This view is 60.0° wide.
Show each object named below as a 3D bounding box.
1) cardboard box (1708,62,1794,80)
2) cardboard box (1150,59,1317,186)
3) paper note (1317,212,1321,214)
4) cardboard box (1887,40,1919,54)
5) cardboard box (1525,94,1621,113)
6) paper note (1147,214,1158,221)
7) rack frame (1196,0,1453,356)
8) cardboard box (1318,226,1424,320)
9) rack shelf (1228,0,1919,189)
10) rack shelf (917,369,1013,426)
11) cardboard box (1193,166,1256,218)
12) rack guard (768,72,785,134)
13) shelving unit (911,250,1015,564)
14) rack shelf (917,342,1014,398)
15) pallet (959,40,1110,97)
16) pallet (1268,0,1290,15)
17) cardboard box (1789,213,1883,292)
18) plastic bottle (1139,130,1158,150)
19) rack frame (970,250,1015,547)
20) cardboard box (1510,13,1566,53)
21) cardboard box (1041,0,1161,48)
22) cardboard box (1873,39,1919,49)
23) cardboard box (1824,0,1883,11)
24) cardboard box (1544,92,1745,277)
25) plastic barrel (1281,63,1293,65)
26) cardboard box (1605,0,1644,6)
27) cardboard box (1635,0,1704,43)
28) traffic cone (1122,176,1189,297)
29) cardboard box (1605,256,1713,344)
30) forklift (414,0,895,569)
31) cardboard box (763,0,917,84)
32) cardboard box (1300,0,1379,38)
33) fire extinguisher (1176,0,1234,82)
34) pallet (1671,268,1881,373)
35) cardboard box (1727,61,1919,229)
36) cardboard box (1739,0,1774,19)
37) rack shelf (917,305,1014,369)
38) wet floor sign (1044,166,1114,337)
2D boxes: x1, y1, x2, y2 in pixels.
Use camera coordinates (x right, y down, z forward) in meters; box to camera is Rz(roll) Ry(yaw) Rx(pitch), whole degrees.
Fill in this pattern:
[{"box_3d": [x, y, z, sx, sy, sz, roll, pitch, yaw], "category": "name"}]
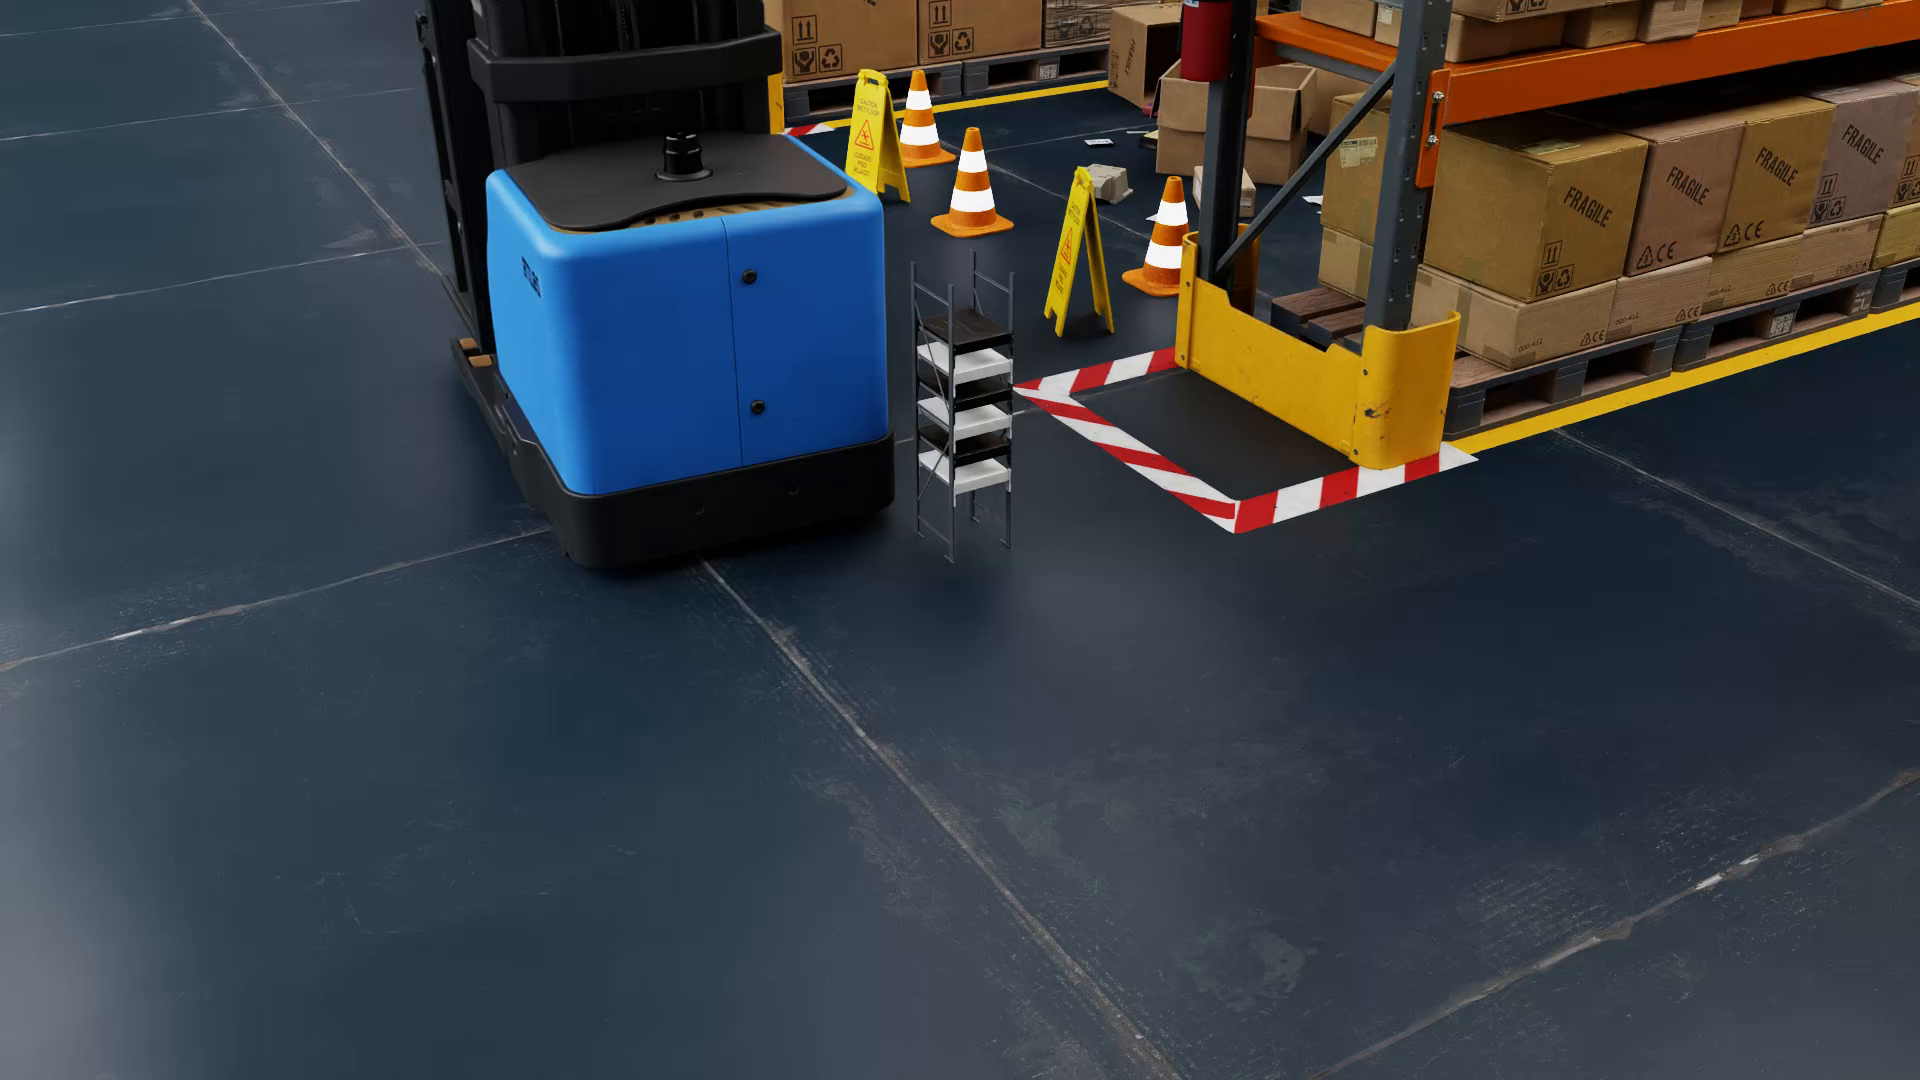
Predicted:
[{"box_3d": [3.096, -1.801, 7.044, 0.500, 0.500, 0.500, -14, 32, -24], "category": "cardboard box"}, {"box_3d": [1.428, -2.199, 8.714, 0.797, 0.503, 0.637, 10, 30, 17], "category": "cardboard box"}, {"box_3d": [1.811, -1.615, 8.165, 0.123, 0.001, 0.032, -16, 33, -26], "category": "paper note"}, {"box_3d": [4.271, -1.838, 7.112, 0.500, 0.500, 0.500, -16, 33, -27], "category": "cardboard box"}, {"box_3d": [2.203, -1.550, 6.589, 0.500, 0.500, 0.500, -15, 32, -25], "category": "cardboard box"}, {"box_3d": [1.003, -1.568, 8.060, 0.148, 0.019, 0.142, 22, 36, 34], "category": "paper note"}, {"box_3d": [1.196, -1.808, 5.421, 0.127, 3.000, 1.000, -16, 33, -26], "category": "rack frame"}, {"box_3d": [1.778, -1.103, 6.556, 0.500, 0.250, 0.500, -16, 33, -27], "category": "cardboard box"}, {"box_3d": [2.921, -1.982, 6.482, 4.000, 0.370, 1.077, -16, 33, -26], "category": "rack shelf"}, {"box_3d": [0.007, -0.446, 5.009, 0.200, 0.077, 0.258, -16, 33, -26], "category": "rack shelf"}, {"box_3d": [1.302, -1.722, 8.216, 0.250, 0.149, 0.380, 0, 29, 0], "category": "cardboard box"}, {"box_3d": [-1.419, -2.745, 9.706, 0.348, 0.500, 1.175, -16, 33, -26], "category": "rack guard"}, {"box_3d": [0.007, -0.396, 5.036, 0.210, 0.900, 0.258, -16, 33, -26], "category": "shelving unit"}, {"box_3d": [0.007, -0.524, 4.965, 0.200, 0.077, 0.258, -16, 33, -26], "category": "rack shelf"}, {"box_3d": [0.302, -3.149, 10.738, 1.213, 0.211, 1.003, -16, 33, -26], "category": "pallet"}, {"box_3d": [2.677, -3.823, 11.960, 1.213, 0.211, 1.003, -16, 33, -26], "category": "pallet"}, {"box_3d": [3.377, -1.253, 6.827, 0.500, 0.250, 0.500, -15, 32, -26], "category": "cardboard box"}, {"box_3d": [1.126, -2.232, 9.231, 0.133, 0.061, 0.283, 22, 36, 34], "category": "plastic bottle"}, {"box_3d": [0.095, -0.421, 5.081, 0.006, 0.900, 0.240, -16, 33, -26], "category": "rack frame"}, {"box_3d": [1.805, -1.762, 5.599, 0.250, 0.149, 0.380, -15, 32, -26], "category": "cardboard box"}, {"box_3d": [0.697, -3.731, 10.670, 0.875, 0.875, 0.875, -16, 33, -26], "category": "cardboard box"}, {"box_3d": [4.000, -2.063, 7.519, 0.500, 0.500, 0.500, -14, 32, -24], "category": "cardboard box"}, {"box_3d": [3.209, -2.093, 6.198, 0.250, 0.149, 0.380, -16, 32, -26], "category": "cardboard box"}, {"box_3d": [2.501, -1.334, 6.198, 0.500, 0.500, 0.500, -17, 33, -28], "category": "cardboard box"}, {"box_3d": [1.849, -2.779, 9.848, 0.421, 0.421, 0.512, 5, 29, 8], "category": "plastic barrel"}, {"box_3d": [2.190, -2.110, 5.558, 0.500, 0.500, 0.500, -15, 32, -25], "category": "cardboard box"}, {"box_3d": [2.316, -1.836, 5.733, 0.250, 0.149, 0.380, -15, 32, -26], "category": "cardboard box"}, {"box_3d": [0.914, -1.340, 7.198, 0.334, 0.463, 0.336, -16, 33, -26], "category": "traffic cone"}, {"box_3d": [2.476, -0.992, 6.353, 0.500, 0.250, 0.500, -15, 32, -25], "category": "cardboard box"}, {"box_3d": [-1.292, -1.887, 5.635, 1.130, 2.935, 3.031, -13, 31, -22], "category": "forklift"}, {"box_3d": [-0.847, -3.292, 9.875, 0.875, 0.875, 0.875, -16, 33, -26], "category": "cardboard box"}, {"box_3d": [1.410, -1.878, 5.809, 0.250, 0.149, 0.380, -15, 32, -25], "category": "cardboard box"}, {"box_3d": [0.864, -1.938, 5.737, 0.183, 0.674, 0.296, -16, 33, -26], "category": "fire extinguisher"}, {"box_3d": [3.031, -1.086, 7.000, 1.213, 0.211, 1.003, -16, 33, -26], "category": "pallet"}, {"box_3d": [3.394, -1.588, 6.658, 0.500, 0.500, 0.500, -14, 32, -24], "category": "cardboard box"}, {"box_3d": [2.720, -2.003, 6.036, 0.250, 0.149, 0.380, -15, 32, -25], "category": "cardboard box"}, {"box_3d": [0.007, -0.603, 4.922, 0.200, 0.077, 0.258, -16, 33, -26], "category": "rack shelf"}, {"box_3d": [0.490, -1.176, 6.713, 0.232, 0.644, 0.267, -5, 29, -9], "category": "wet floor sign"}]
